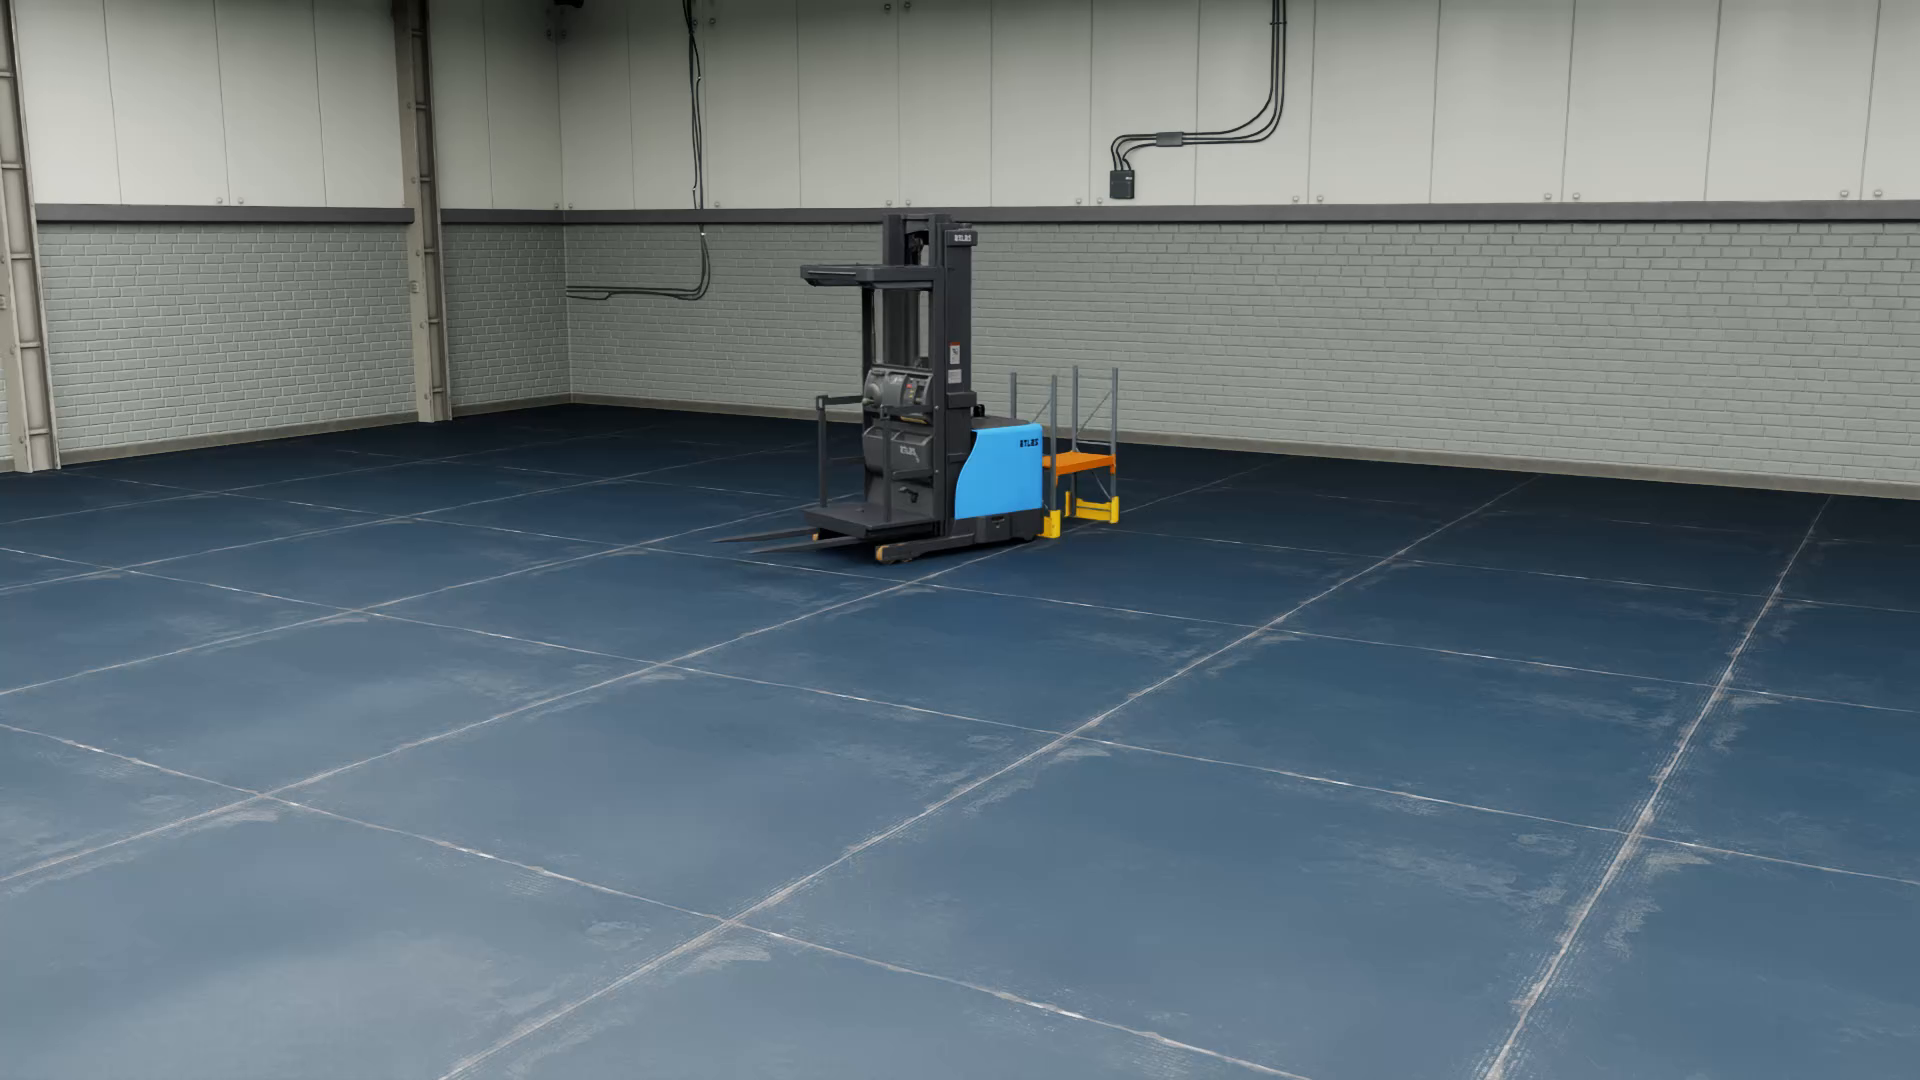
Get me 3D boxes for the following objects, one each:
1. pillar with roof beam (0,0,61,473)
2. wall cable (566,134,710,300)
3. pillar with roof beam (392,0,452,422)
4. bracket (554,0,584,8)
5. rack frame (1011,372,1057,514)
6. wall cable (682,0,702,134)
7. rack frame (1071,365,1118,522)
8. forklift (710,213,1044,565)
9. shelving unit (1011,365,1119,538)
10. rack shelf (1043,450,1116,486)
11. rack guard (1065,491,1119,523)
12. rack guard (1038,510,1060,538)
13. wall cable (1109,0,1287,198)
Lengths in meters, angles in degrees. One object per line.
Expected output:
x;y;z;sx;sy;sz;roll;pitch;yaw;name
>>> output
-7.250;-4.846;16.681;9.100;9.000;0.400;6;12;31;pillar with roof beam
-5.155;-5.012;26.004;3.097;2.526;0.112;6;12;31;wall cable
-4.135;-5.790;21.721;9.100;9.000;0.548;6;12;31;pillar with roof beam
-6.065;-8.374;25.745;0.235;0.232;0.430;6;12;31;bracket
0.678;-0.795;15.422;0.500;1.500;0.032;8;13;37;rack frame
-2.843;-7.236;24.159;3.097;2.526;0.112;6;12;31;wall cable
1.305;-0.943;16.209;0.500;1.500;0.032;8;13;37;rack frame
-0.709;-1.340;14.440;3.031;2.935;1.130;-8;13;-37;forklift
0.986;-0.868;15.808;0.587;1.500;1.083;8;13;37;shelving unit
0.991;-0.692;15.848;0.538;0.185;1.000;8;13;37;rack shelf
1.293;-0.325;16.309;0.587;0.250;0.087;8;13;37;rack guard
0.679;-0.181;15.538;0.587;0.250;0.087;8;13;37;rack guard
2.951;-7.300;20.547;2.305;6.003;0.169;6;12;31;wall cable
